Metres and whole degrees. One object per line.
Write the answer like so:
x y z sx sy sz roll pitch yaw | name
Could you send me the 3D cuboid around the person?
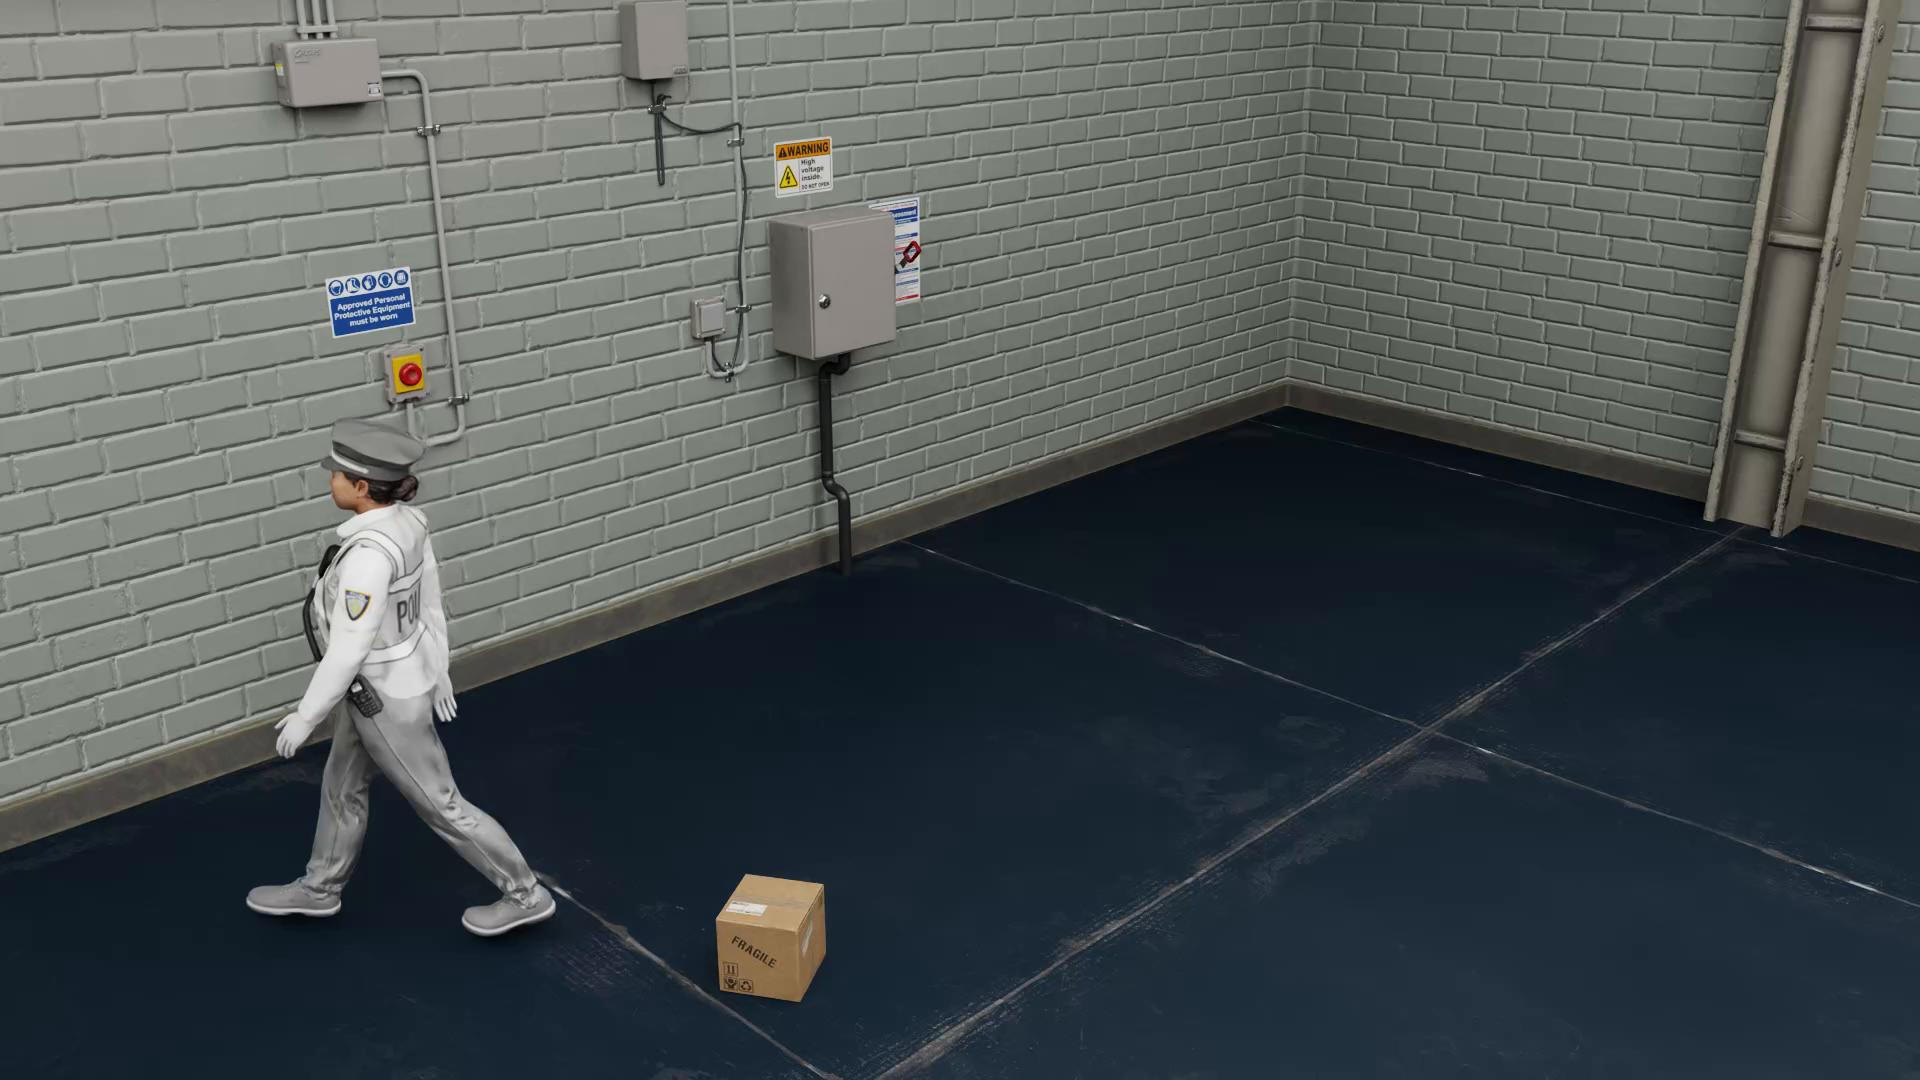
-1.738 0.454 4.866 0.971 1.594 0.502 -2 21 -6 | person
